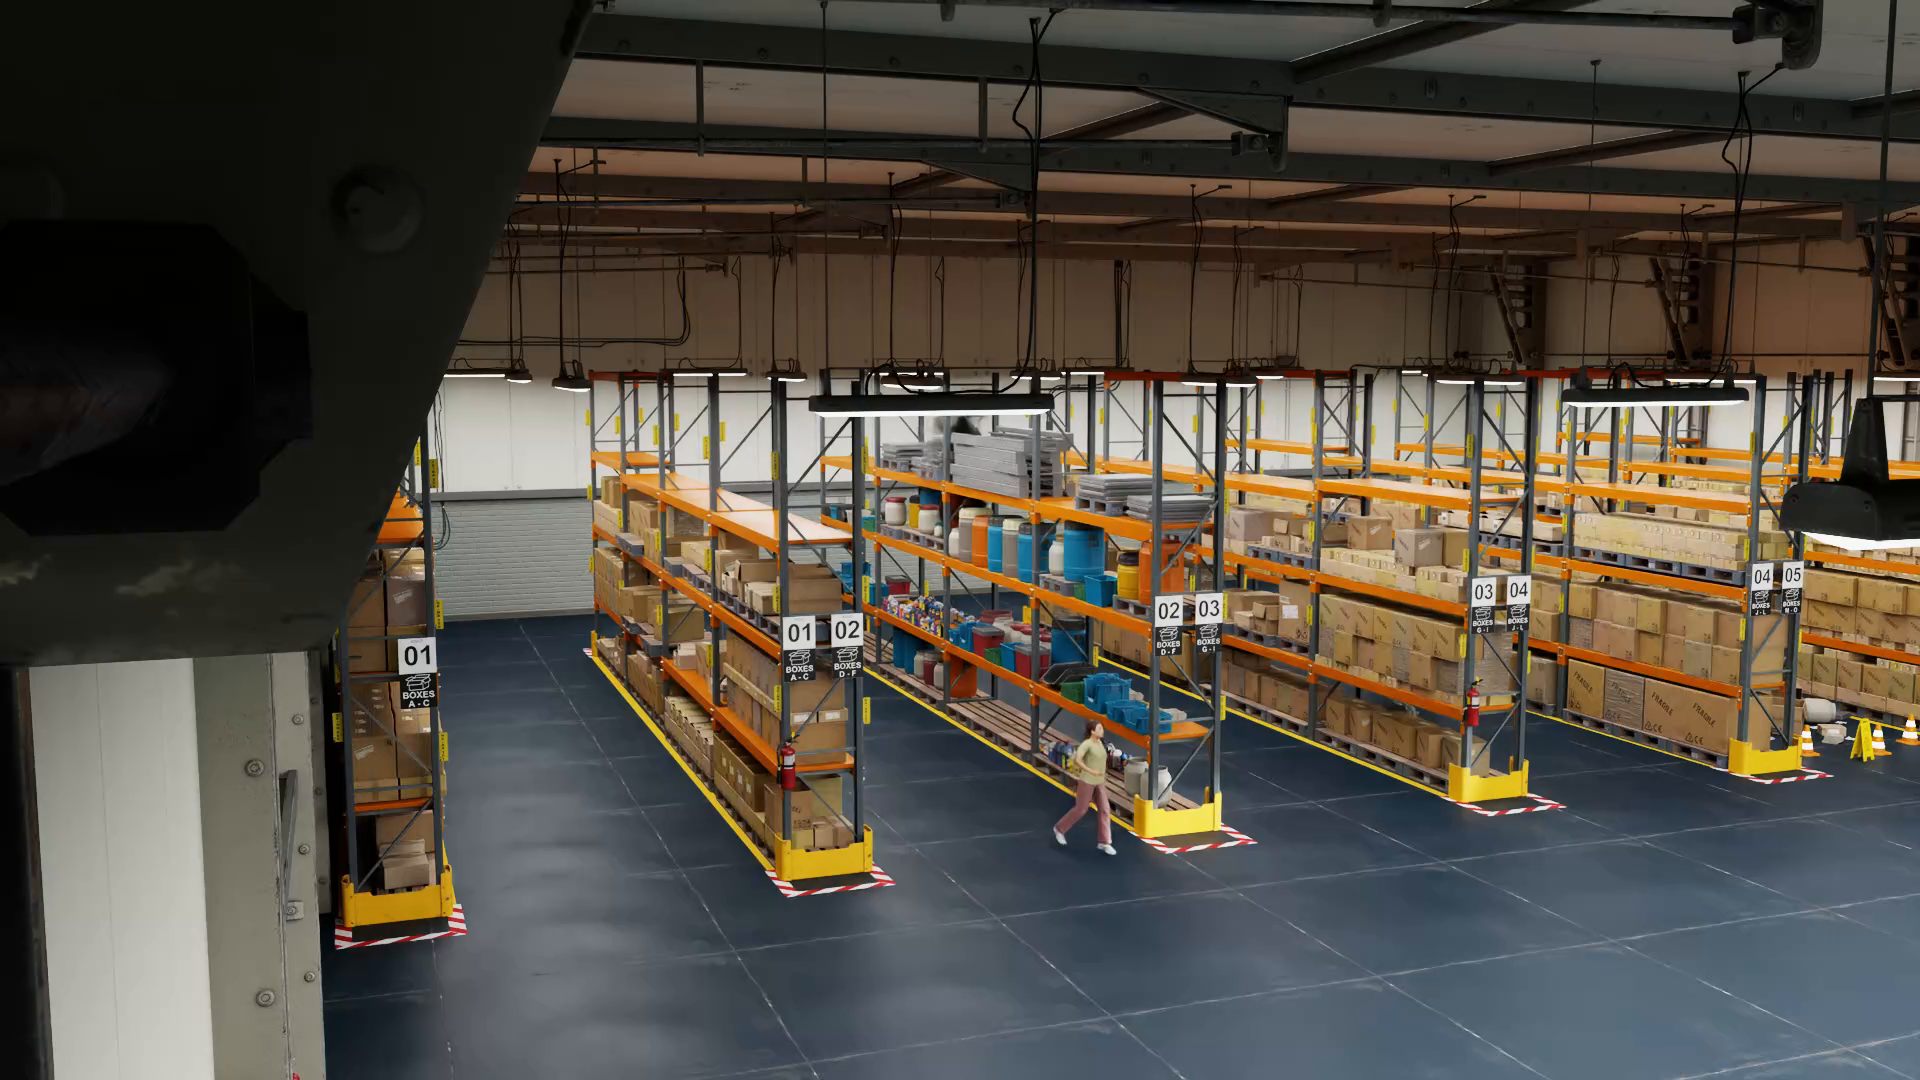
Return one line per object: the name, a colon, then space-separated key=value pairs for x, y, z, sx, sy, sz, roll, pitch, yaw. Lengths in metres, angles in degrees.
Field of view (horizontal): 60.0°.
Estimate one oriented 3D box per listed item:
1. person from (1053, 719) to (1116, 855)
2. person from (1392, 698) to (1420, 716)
person: x=1.711 y=3.121 z=21.321 sx=0.949 sy=1.647 sz=0.642 roll=6 pitch=9 yaw=42
person: x=7.926 y=2.144 z=29.548 sx=0.646 sy=1.820 sz=0.891 roll=-4 pitch=7 yaw=-30
